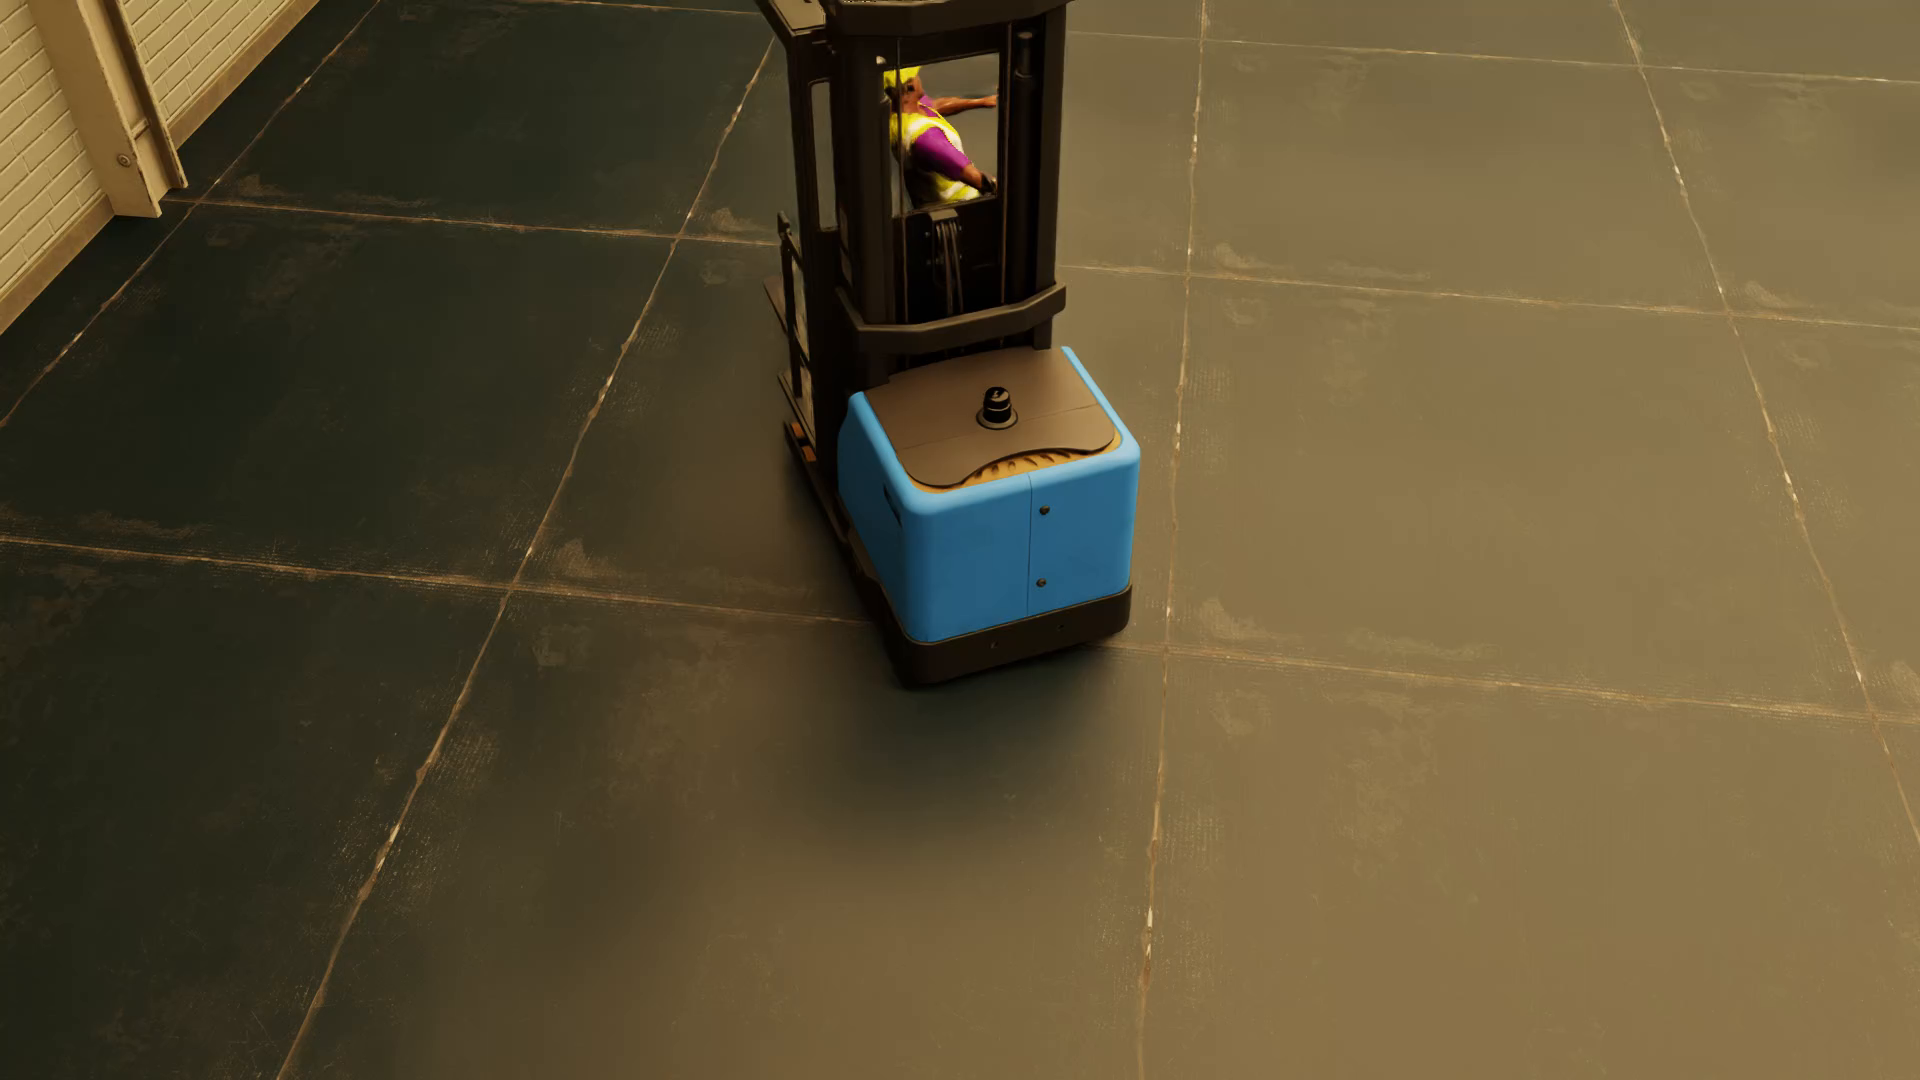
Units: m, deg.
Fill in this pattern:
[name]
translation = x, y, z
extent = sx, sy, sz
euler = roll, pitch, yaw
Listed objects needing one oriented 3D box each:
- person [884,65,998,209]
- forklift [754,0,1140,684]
[person]
translation = 0.039, -1.750, 8.501
extent = 0.804, 1.556, 0.932
euler = -21, 47, -21
[forklift]
translation = -0.238, -1.475, 7.330
extent = 1.130, 2.935, 3.031
euler = -14, 44, -15
